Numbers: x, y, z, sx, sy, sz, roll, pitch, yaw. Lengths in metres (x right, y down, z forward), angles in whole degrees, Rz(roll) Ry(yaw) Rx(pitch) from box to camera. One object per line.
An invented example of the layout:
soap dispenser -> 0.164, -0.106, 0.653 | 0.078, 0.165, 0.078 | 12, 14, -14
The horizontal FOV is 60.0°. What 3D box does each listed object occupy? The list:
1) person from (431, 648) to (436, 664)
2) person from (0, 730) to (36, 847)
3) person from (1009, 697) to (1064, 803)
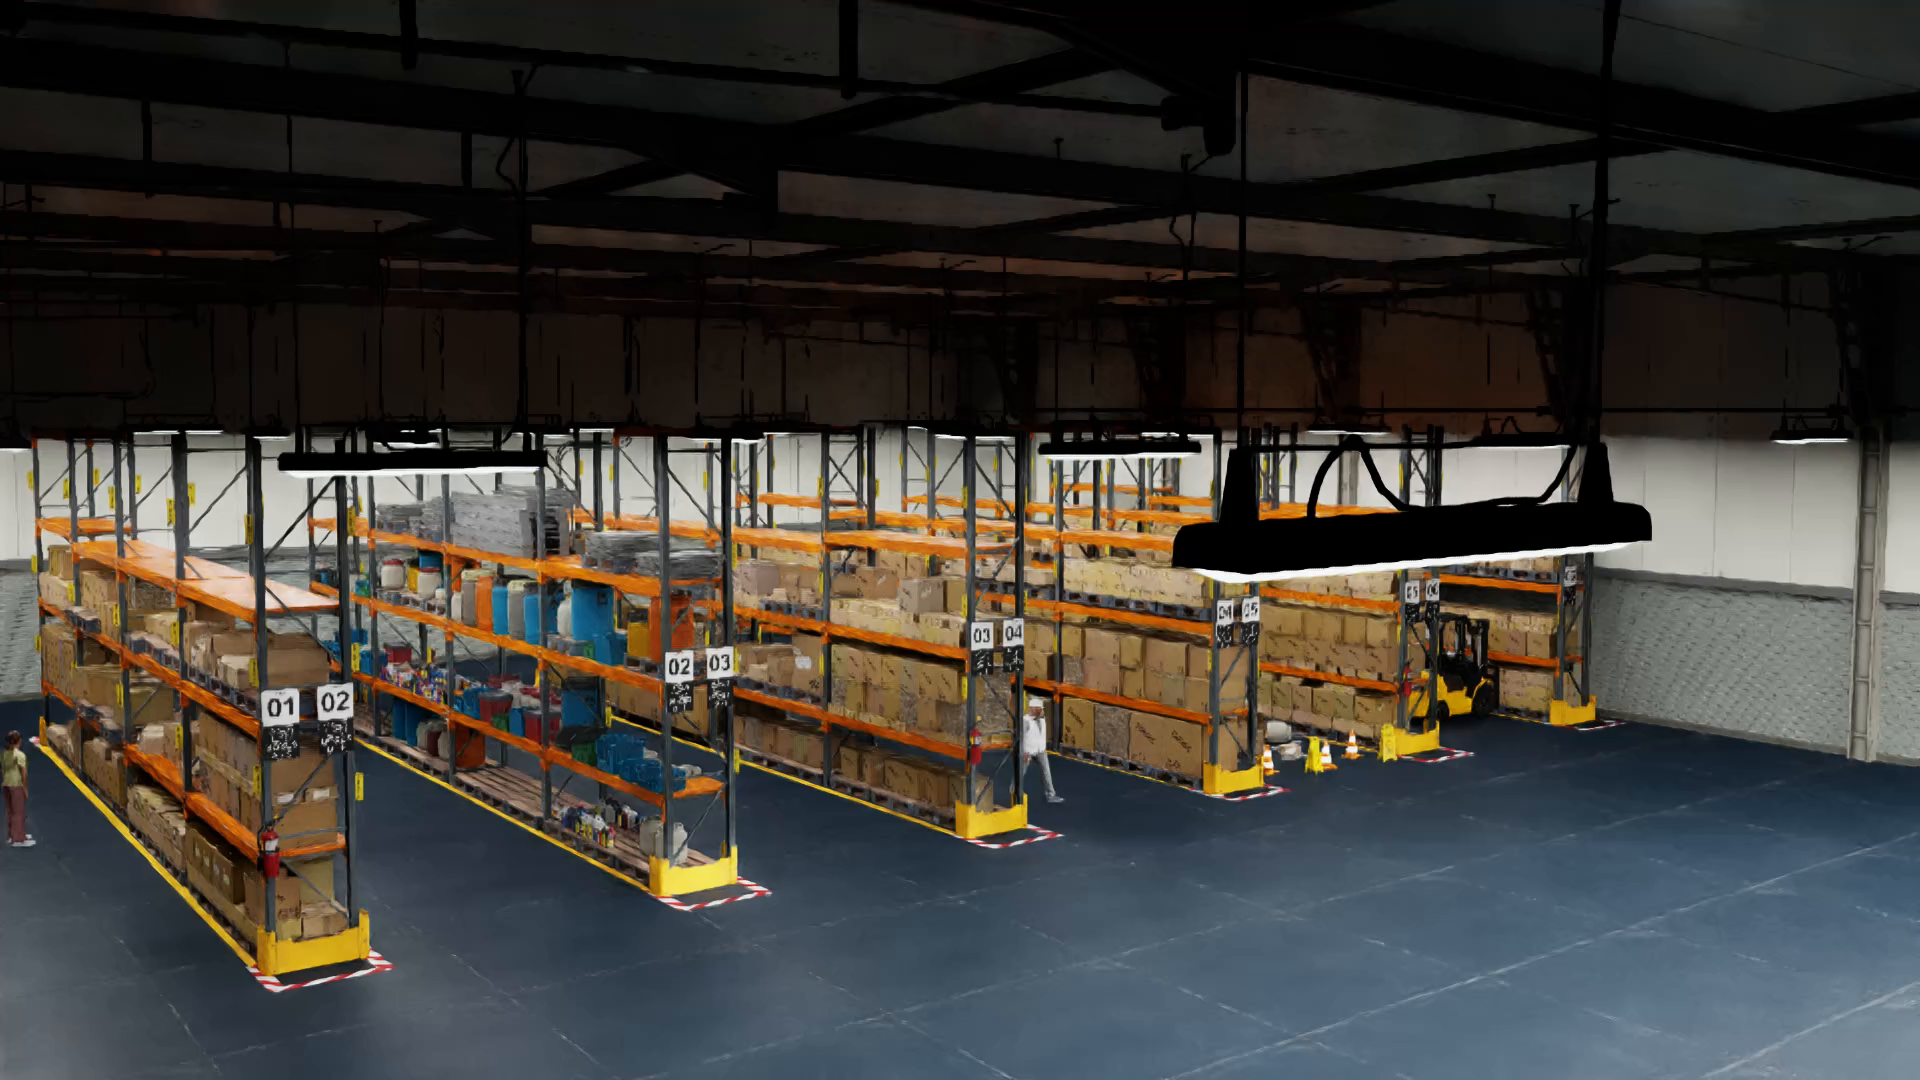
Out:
person -> -10.492, 2.932, 32.941 | 0.345, 1.597, 0.536 | -3, 6, -37
person -> -13.653, 3.587, 24.120 | 0.499, 1.677, 0.432 | 2, 5, 23
person -> 1.182, 3.365, 26.834 | 0.543, 1.700, 1.114 | -3, 5, -34
